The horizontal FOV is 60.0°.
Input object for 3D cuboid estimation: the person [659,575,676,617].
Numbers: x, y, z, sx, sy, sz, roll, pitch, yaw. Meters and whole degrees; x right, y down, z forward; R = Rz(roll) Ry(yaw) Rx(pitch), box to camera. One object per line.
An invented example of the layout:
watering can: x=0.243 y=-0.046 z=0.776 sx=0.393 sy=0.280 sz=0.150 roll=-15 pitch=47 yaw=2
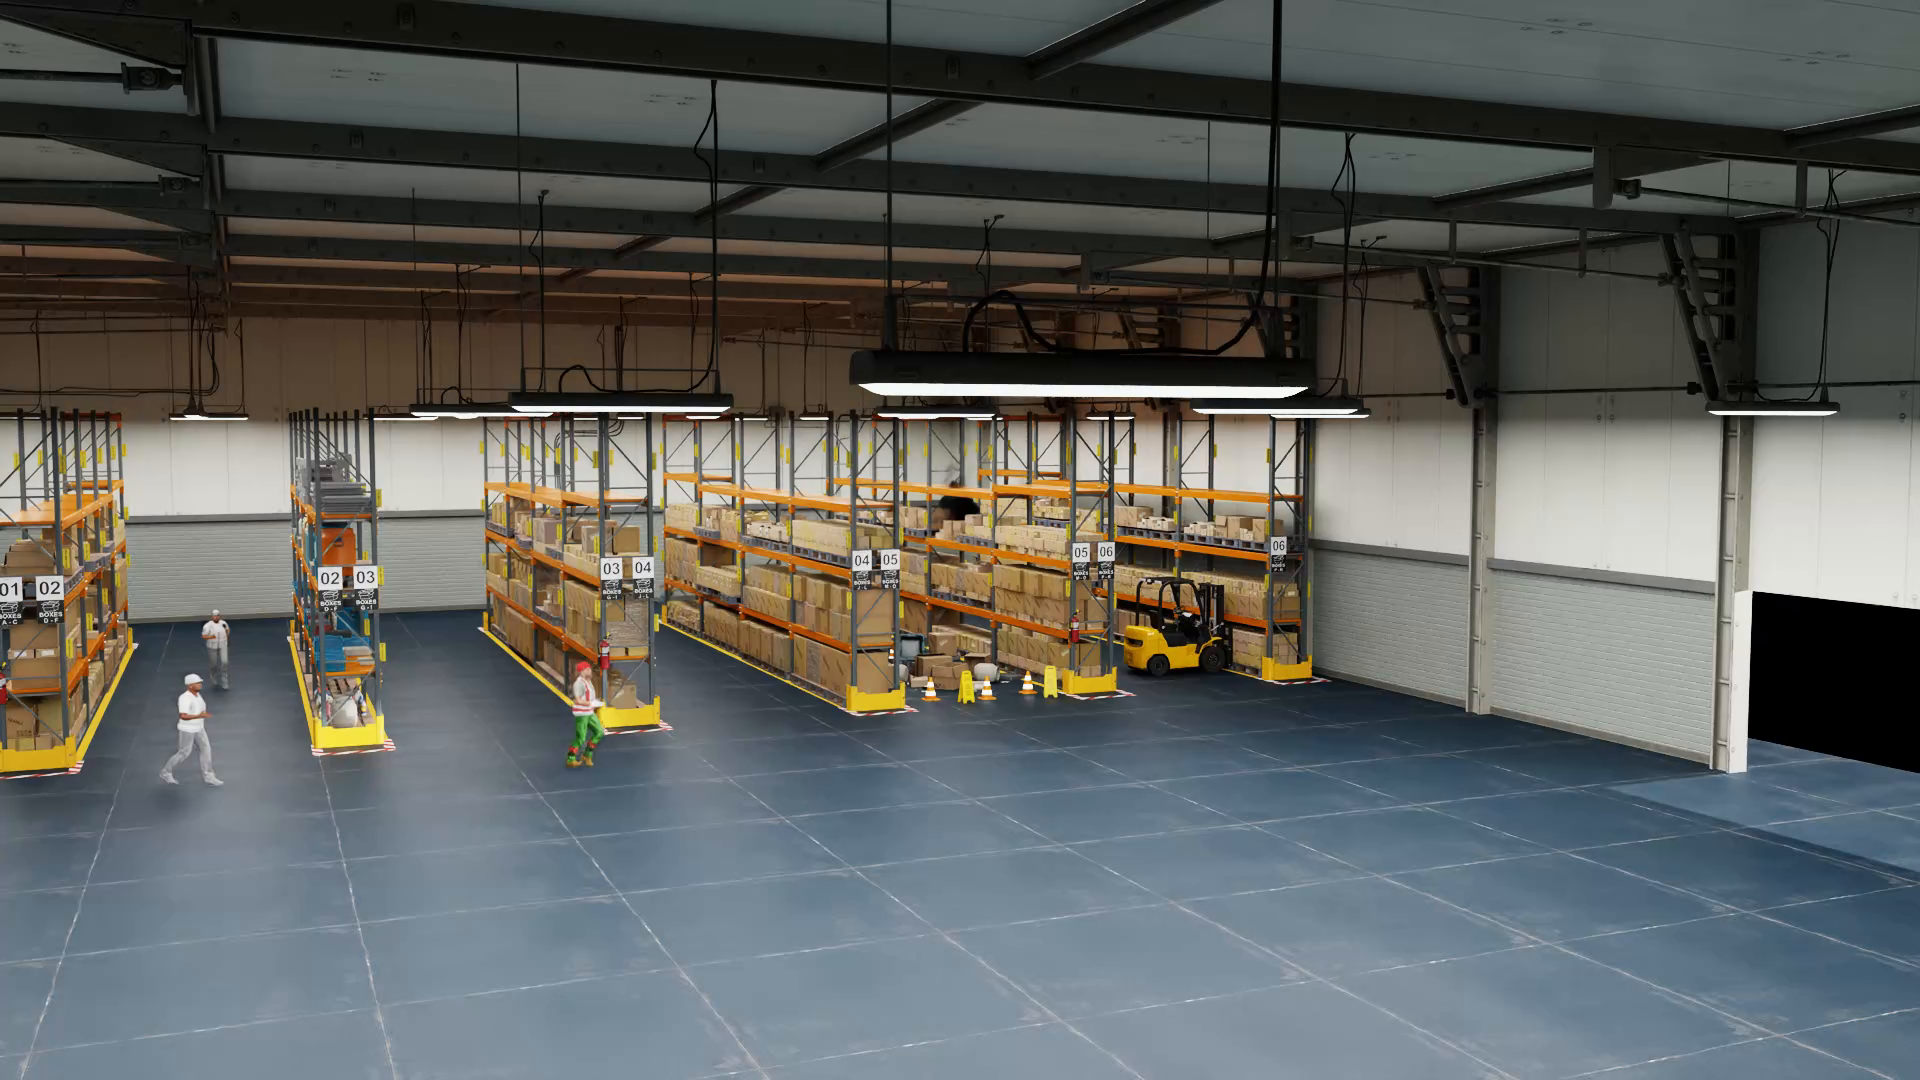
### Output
person: x=-8.562 y=1.448 z=49.087 sx=0.556 sy=1.701 sz=0.753 roll=-3 pitch=5 yaw=-32

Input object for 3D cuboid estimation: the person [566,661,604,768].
person: x=-6.188 y=2.915 z=27.561 sx=0.710 sy=1.821 sz=0.675 roll=1 pitch=4 yaw=12

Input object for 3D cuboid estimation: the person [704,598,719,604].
person: x=-7.407 y=1.470 z=49.141 sx=0.915 sy=1.606 sz=0.655 roll=2 pitch=5 yaw=27

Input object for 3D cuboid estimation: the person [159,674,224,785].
person: x=-12.103 y=2.994 z=26.129 sx=0.935 sy=1.781 sz=0.654 roll=0 pitch=4 yaw=2

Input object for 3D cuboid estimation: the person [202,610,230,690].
person: x=-16.125 y=2.369 z=36.073 sx=0.593 sy=1.722 sz=0.816 roll=-3 pitch=5 yaw=-33
